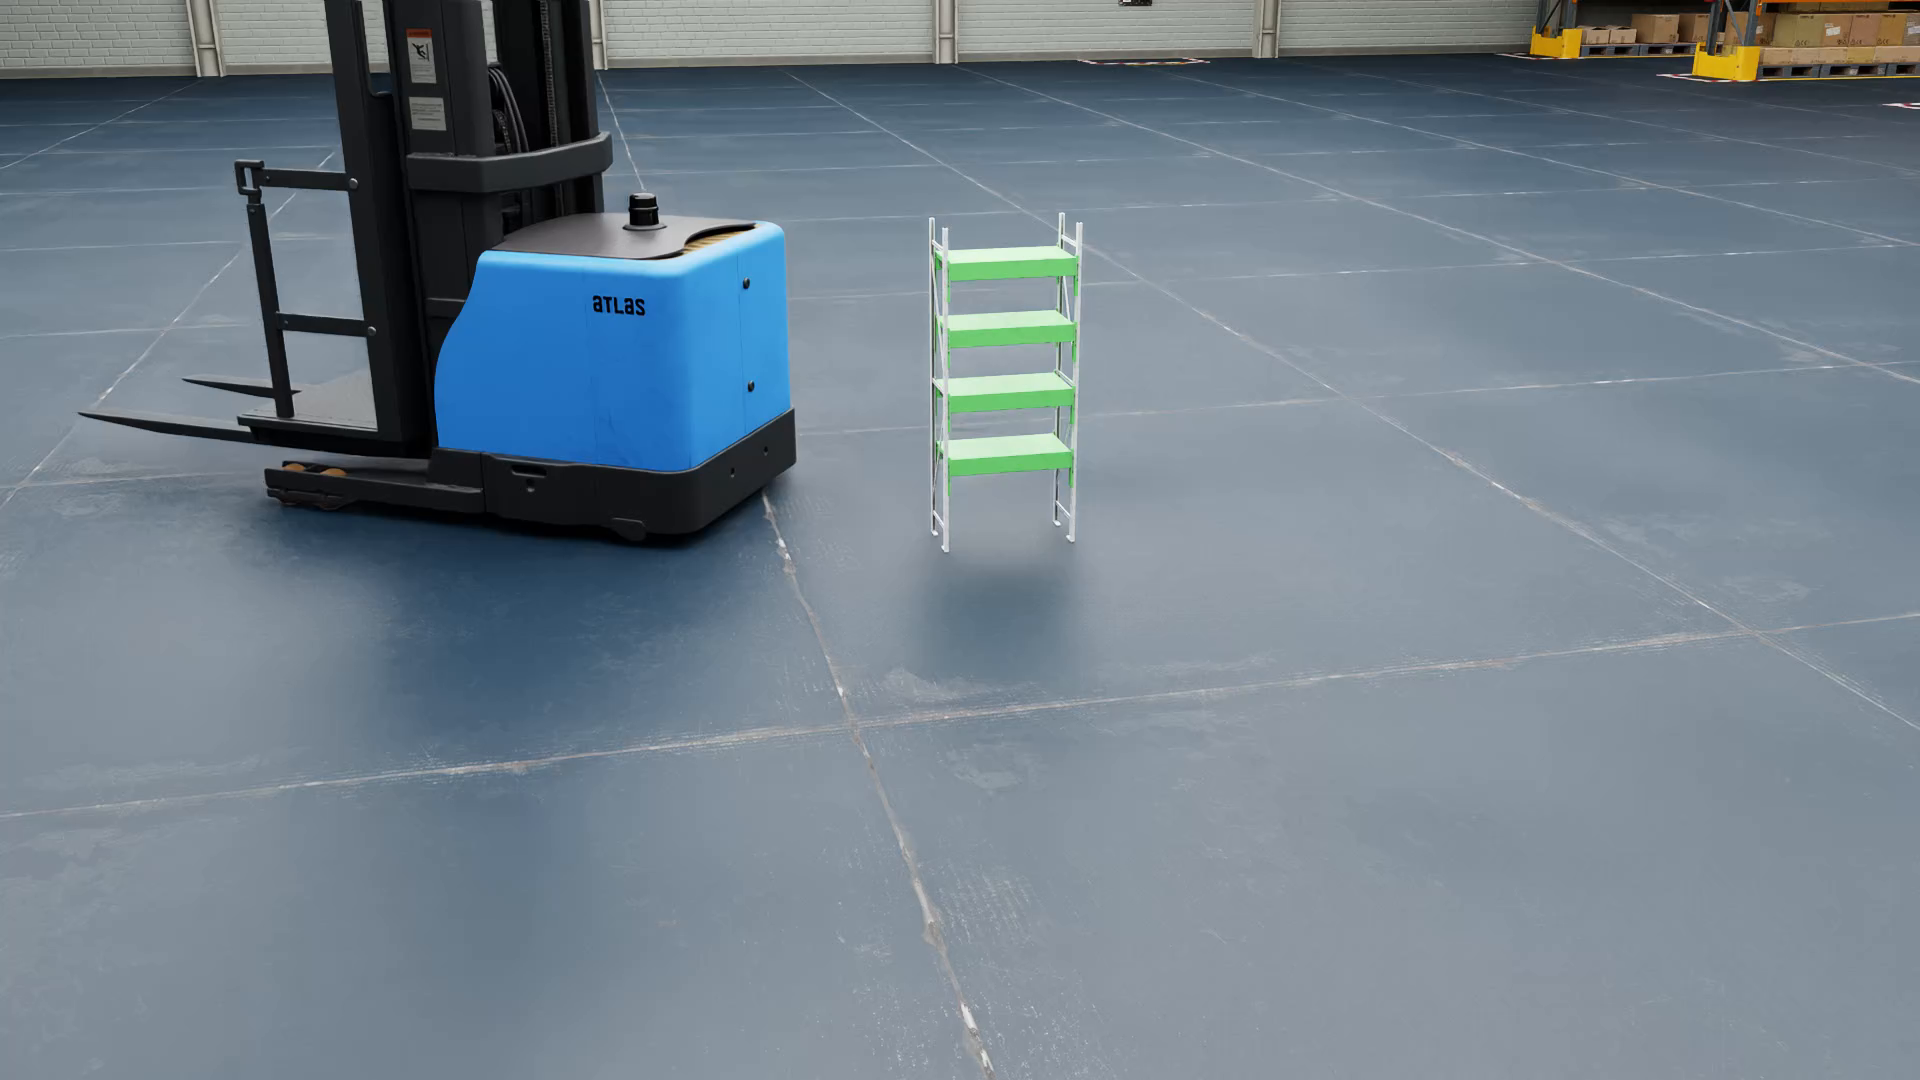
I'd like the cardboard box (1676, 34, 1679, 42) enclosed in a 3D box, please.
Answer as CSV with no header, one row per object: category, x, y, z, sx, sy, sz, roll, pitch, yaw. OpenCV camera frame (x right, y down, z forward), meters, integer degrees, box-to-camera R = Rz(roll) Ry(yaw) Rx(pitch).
cardboard box,13.265,-9.440,31.229,0.250,0.149,0.380,-6,21,-17

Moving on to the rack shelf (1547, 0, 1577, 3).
rack shelf,12.880,-10.196,30.833,4.000,0.370,1.077,-5,21,-12

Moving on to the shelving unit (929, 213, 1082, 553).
shelving unit,0.161,-0.576,6.144,0.503,1.200,0.258,-5,21,-12

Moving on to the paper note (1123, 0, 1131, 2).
paper note,2.975,-9.658,29.600,0.142,0.148,0.016,-5,21,-12

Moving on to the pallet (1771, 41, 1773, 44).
pallet,15.584,-9.445,31.791,1.213,0.211,1.003,-5,21,-12

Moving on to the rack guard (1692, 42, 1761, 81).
rack guard,12.054,-7.542,26.176,0.348,0.500,1.175,-5,21,-12

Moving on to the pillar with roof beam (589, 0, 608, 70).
pillar with roof beam,-5.110,-10.671,22.364,0.400,9.000,9.100,-5,21,-12

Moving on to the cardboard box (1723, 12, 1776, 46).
cardboard box,12.531,-8.118,26.411,0.500,0.500,0.500,-5,21,-12

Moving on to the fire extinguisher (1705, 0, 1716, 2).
fire extinguisher,11.855,-8.827,26.163,0.183,0.674,0.296,-5,21,-12

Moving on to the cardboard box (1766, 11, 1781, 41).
cardboard box,15.539,-9.789,31.670,0.500,0.500,0.700,-4,20,-11

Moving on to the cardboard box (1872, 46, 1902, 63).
cardboard box,14.597,-7.749,26.496,0.500,0.250,0.500,-5,21,-12

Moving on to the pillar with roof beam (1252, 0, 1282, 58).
pillar with roof beam,6.568,-11.621,24.957,0.400,9.000,9.100,-5,21,-12

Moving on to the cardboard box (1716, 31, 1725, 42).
cardboard box,14.313,-9.516,31.410,0.250,0.166,0.380,-7,21,-20

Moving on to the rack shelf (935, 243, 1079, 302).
rack shelf,0.161,-0.967,6.001,0.480,0.148,0.258,-5,21,-12

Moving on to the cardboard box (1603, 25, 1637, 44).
cardboard box,12.183,-9.389,30.854,0.500,0.311,0.500,-3,20,-8

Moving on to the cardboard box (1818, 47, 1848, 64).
cardboard box,13.623,-7.672,26.284,0.500,0.250,0.500,-5,21,-12

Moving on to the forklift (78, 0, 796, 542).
forklift,-2.263,-1.657,6.576,3.031,2.935,1.130,7,21,18

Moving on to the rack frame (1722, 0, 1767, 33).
rack frame,14.826,-10.692,31.141,0.127,3.000,1.000,-5,21,-12

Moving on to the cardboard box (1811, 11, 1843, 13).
cardboard box,13.987,-8.241,26.747,0.500,0.500,0.500,-5,21,-12

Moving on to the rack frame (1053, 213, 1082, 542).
rack frame,0.399,-0.596,6.197,0.015,1.200,0.240,-5,21,-12

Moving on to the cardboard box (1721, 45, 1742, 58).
cardboard box,12.531,-7.765,26.538,0.500,0.250,0.500,-5,21,-12

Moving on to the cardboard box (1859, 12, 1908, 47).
cardboard box,14.594,-8.106,26.378,0.500,0.500,0.500,-5,21,-12

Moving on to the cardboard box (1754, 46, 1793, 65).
cardboard box,12.650,-7.591,26.065,0.500,0.250,0.500,-5,21,-12

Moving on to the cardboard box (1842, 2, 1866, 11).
cardboard box,16.962,-10.252,31.846,0.500,0.250,0.500,-5,21,-13

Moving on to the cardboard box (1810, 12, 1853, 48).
cardboard box,13.620,-8.028,26.165,0.500,0.500,0.500,-5,21,-12

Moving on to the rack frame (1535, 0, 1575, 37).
rack frame,10.934,-10.375,30.277,0.127,3.000,1.000,-5,21,-12

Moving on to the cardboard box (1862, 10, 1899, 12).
cardboard box,14.962,-8.318,26.958,0.500,0.500,0.500,-5,21,-12

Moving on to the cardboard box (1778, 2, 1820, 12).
cardboard box,15.967,-10.177,31.639,0.500,0.250,0.500,-5,21,-14

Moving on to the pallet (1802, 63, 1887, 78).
pallet,13.997,-7.578,26.695,1.213,0.211,1.003,-5,21,-12

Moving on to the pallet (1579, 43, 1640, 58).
pallet,11.806,-9.124,30.916,1.213,0.211,1.003,-5,21,-12

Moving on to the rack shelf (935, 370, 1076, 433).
rack shelf,0.161,-0.516,6.166,0.480,0.148,0.258,-5,21,-12
